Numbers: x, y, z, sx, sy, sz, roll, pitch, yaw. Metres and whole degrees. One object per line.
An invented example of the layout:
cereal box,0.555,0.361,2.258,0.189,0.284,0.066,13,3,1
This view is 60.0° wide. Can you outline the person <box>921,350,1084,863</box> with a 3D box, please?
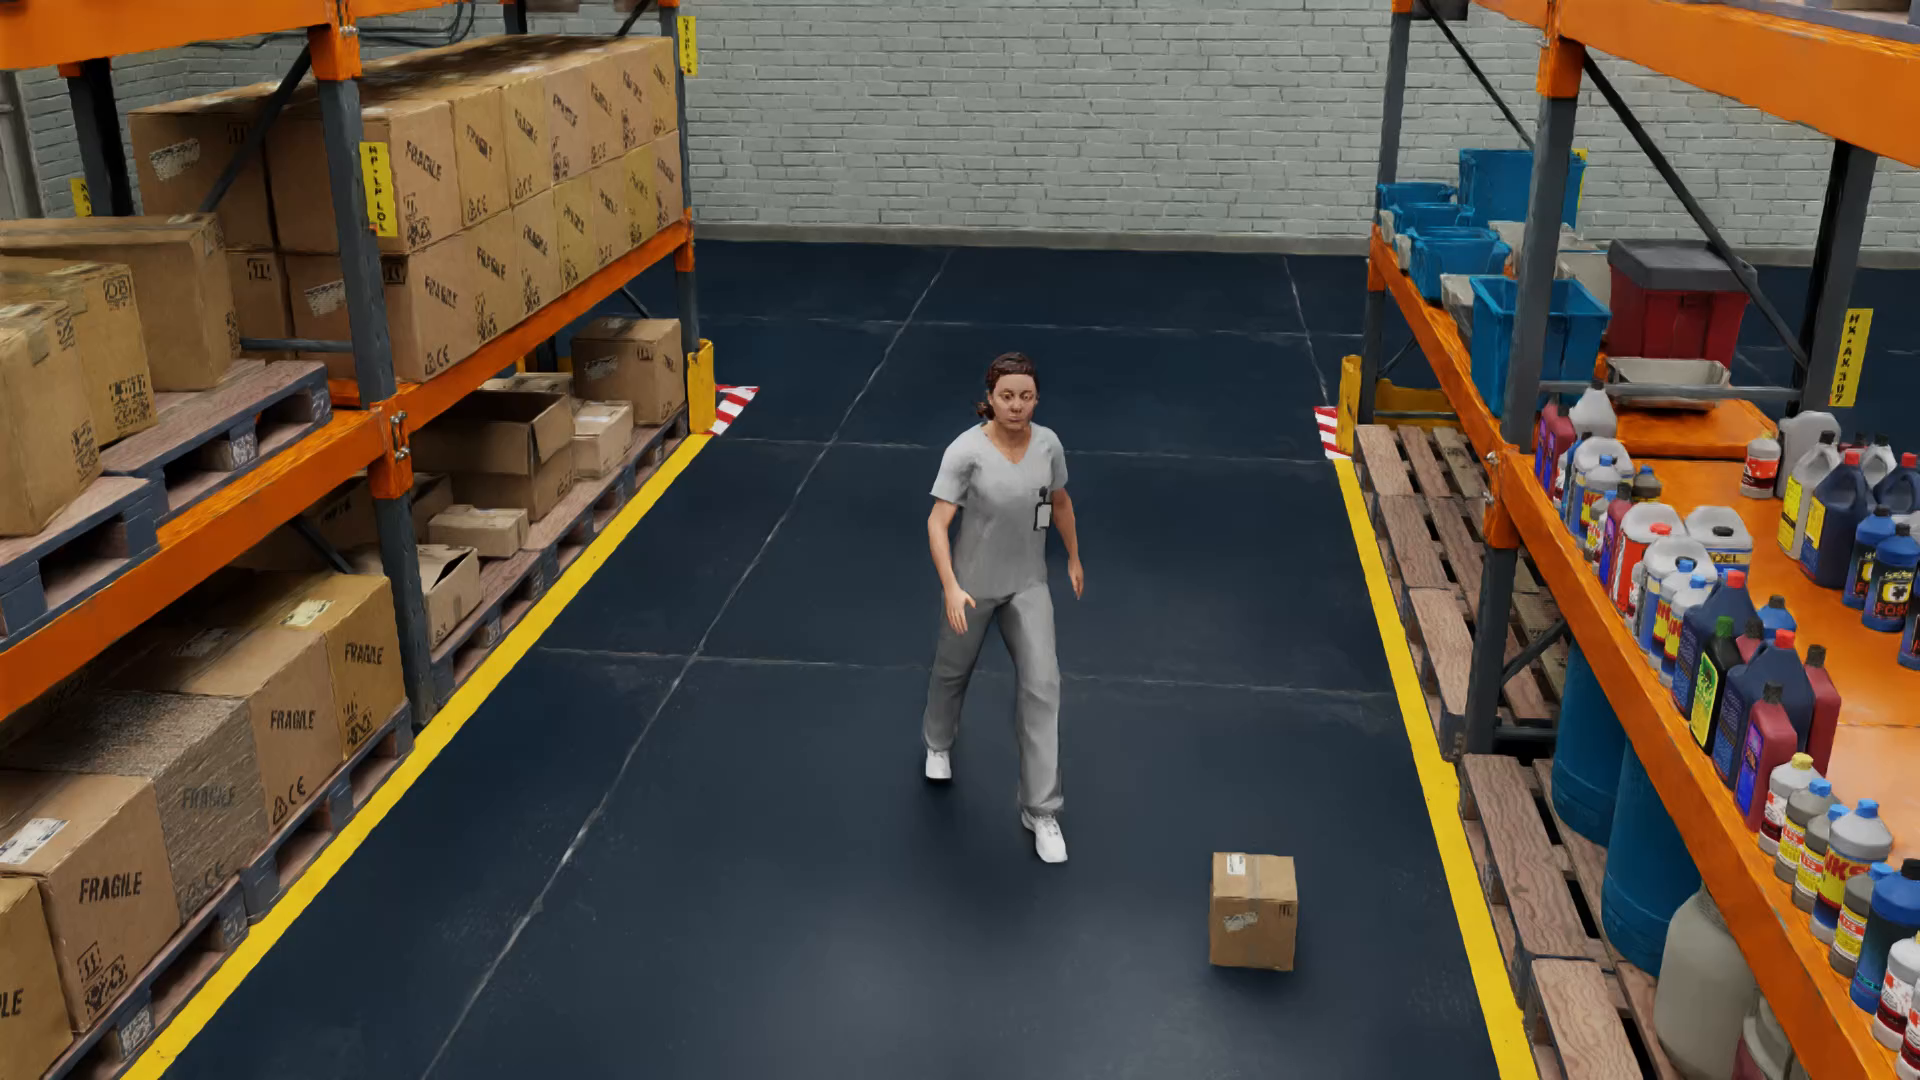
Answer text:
person,0.188,0.171,5.657,0.629,1.639,0.915,-7,22,-17
